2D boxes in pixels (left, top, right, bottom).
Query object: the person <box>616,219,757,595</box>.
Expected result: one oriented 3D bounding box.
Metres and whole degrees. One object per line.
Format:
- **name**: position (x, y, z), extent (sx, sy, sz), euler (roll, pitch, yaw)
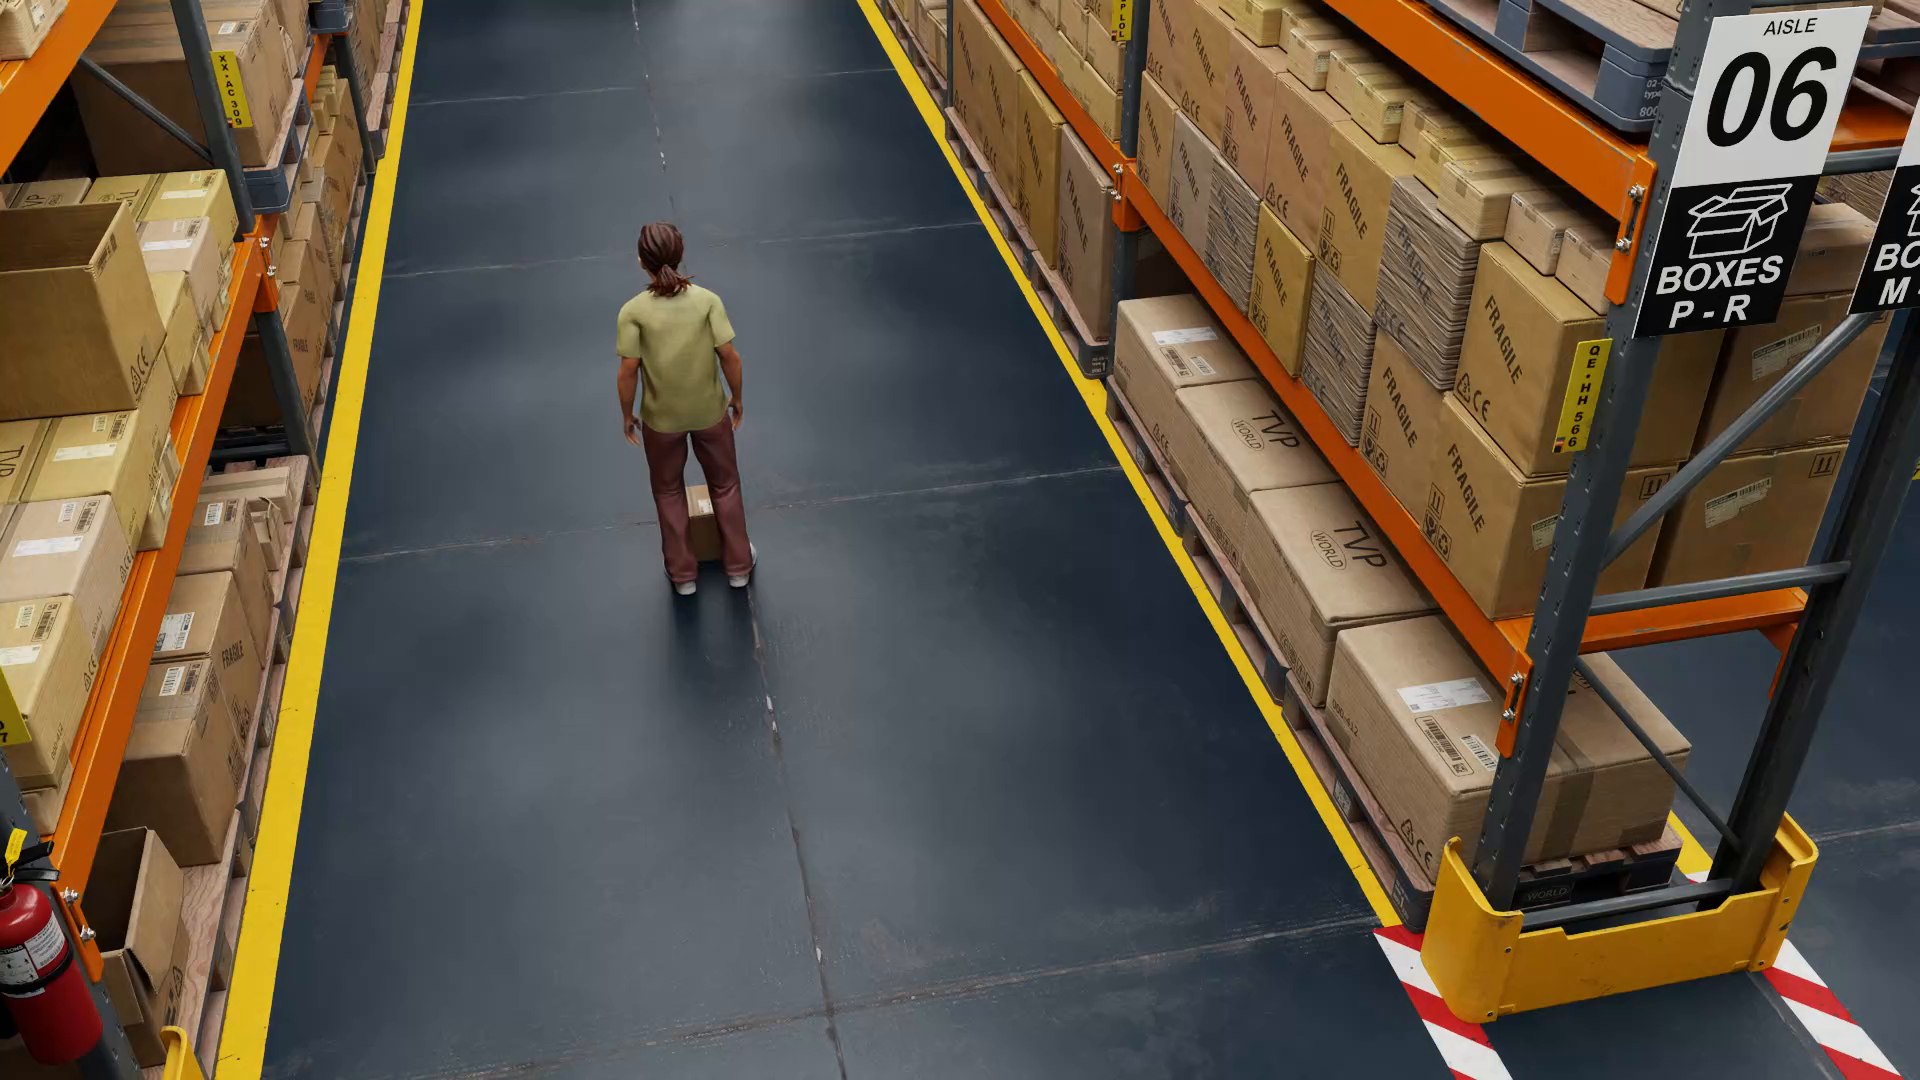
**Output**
- **person**: position (-1.143, -0.522, 6.905), extent (0.520, 1.673, 0.357), euler (-9, 35, -13)
